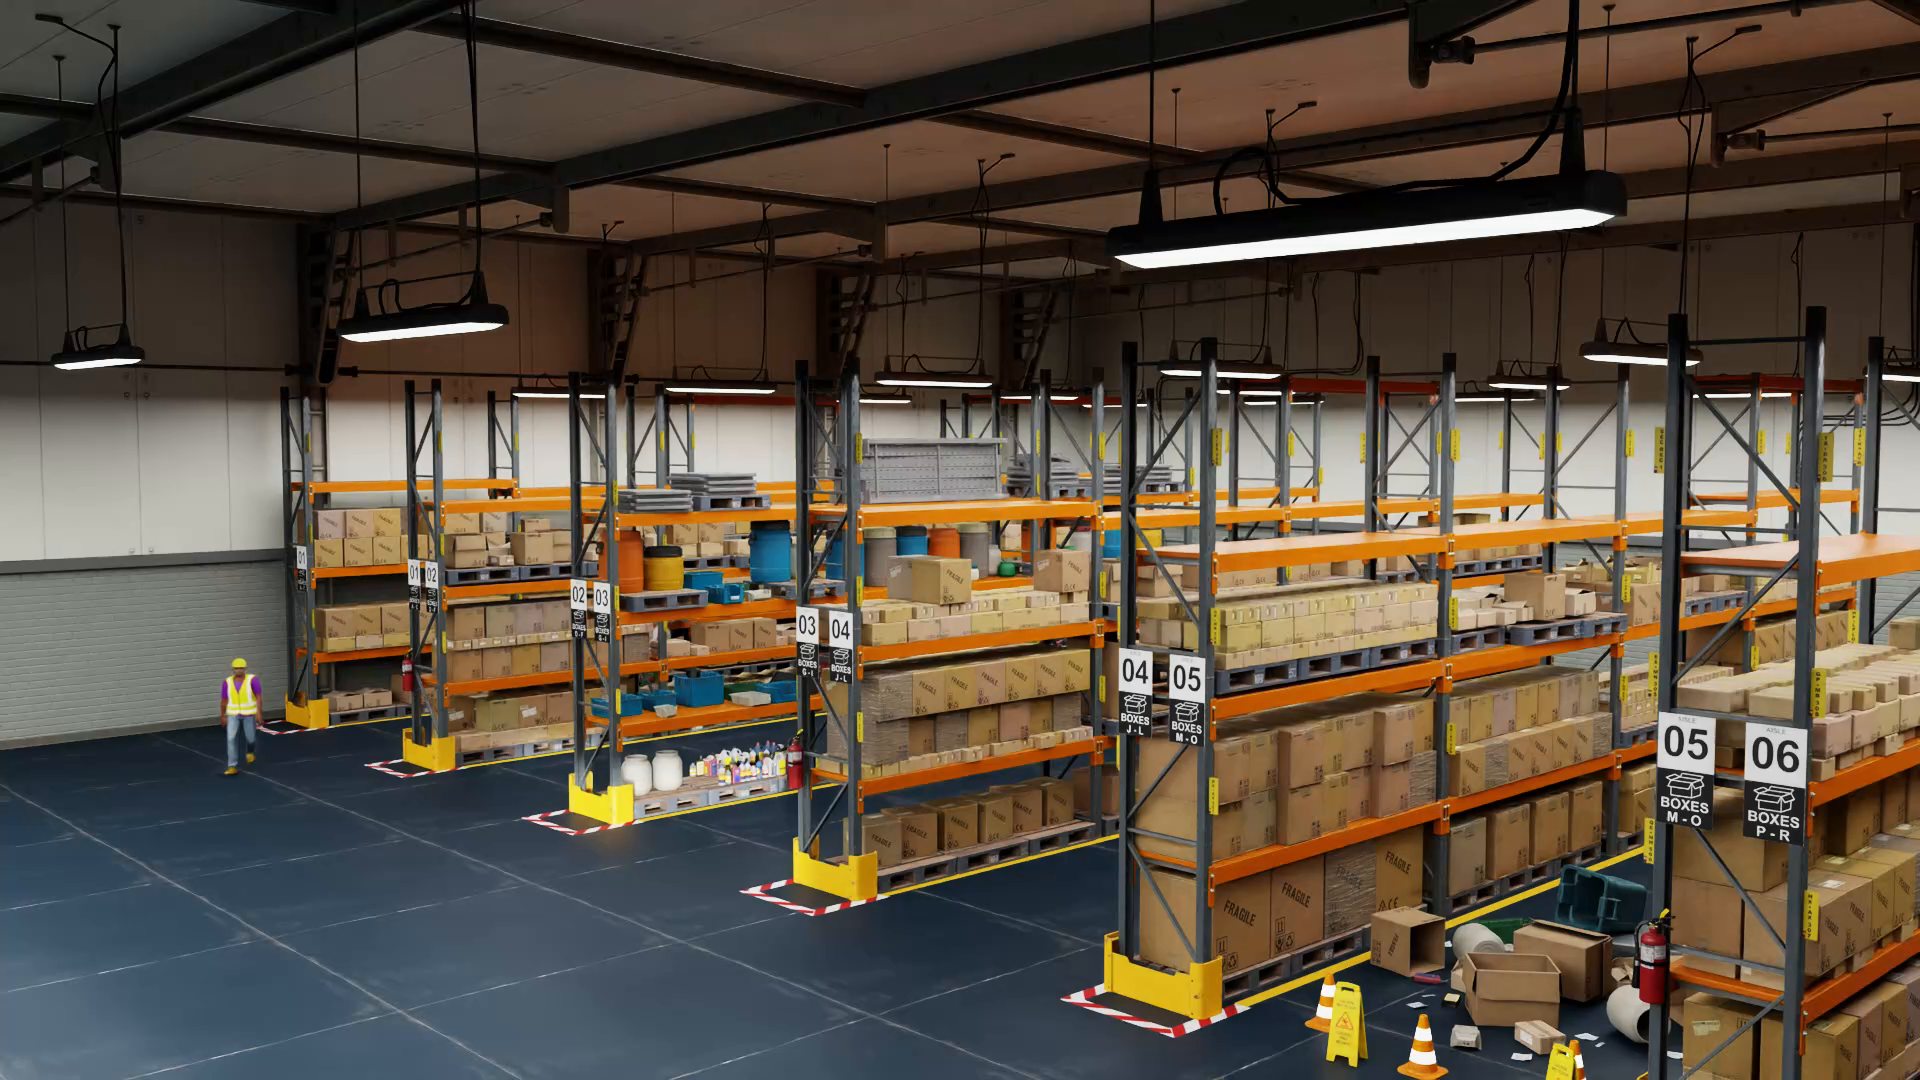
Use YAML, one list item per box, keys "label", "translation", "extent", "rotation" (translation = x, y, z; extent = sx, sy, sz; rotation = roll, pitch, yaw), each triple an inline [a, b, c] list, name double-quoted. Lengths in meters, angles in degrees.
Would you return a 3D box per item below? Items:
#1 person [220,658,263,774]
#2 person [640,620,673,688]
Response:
- label: "person"
  translation: [-10.992, 2.665, 25.439]
  extent: [0.628, 1.740, 0.891]
  rotation: [-1, 4, -13]
- label: "person"
  translation: [-5.859, 2.265, 32.354]
  extent: [0.781, 1.682, 0.659]
  rotation: [-3, 5, -43]
